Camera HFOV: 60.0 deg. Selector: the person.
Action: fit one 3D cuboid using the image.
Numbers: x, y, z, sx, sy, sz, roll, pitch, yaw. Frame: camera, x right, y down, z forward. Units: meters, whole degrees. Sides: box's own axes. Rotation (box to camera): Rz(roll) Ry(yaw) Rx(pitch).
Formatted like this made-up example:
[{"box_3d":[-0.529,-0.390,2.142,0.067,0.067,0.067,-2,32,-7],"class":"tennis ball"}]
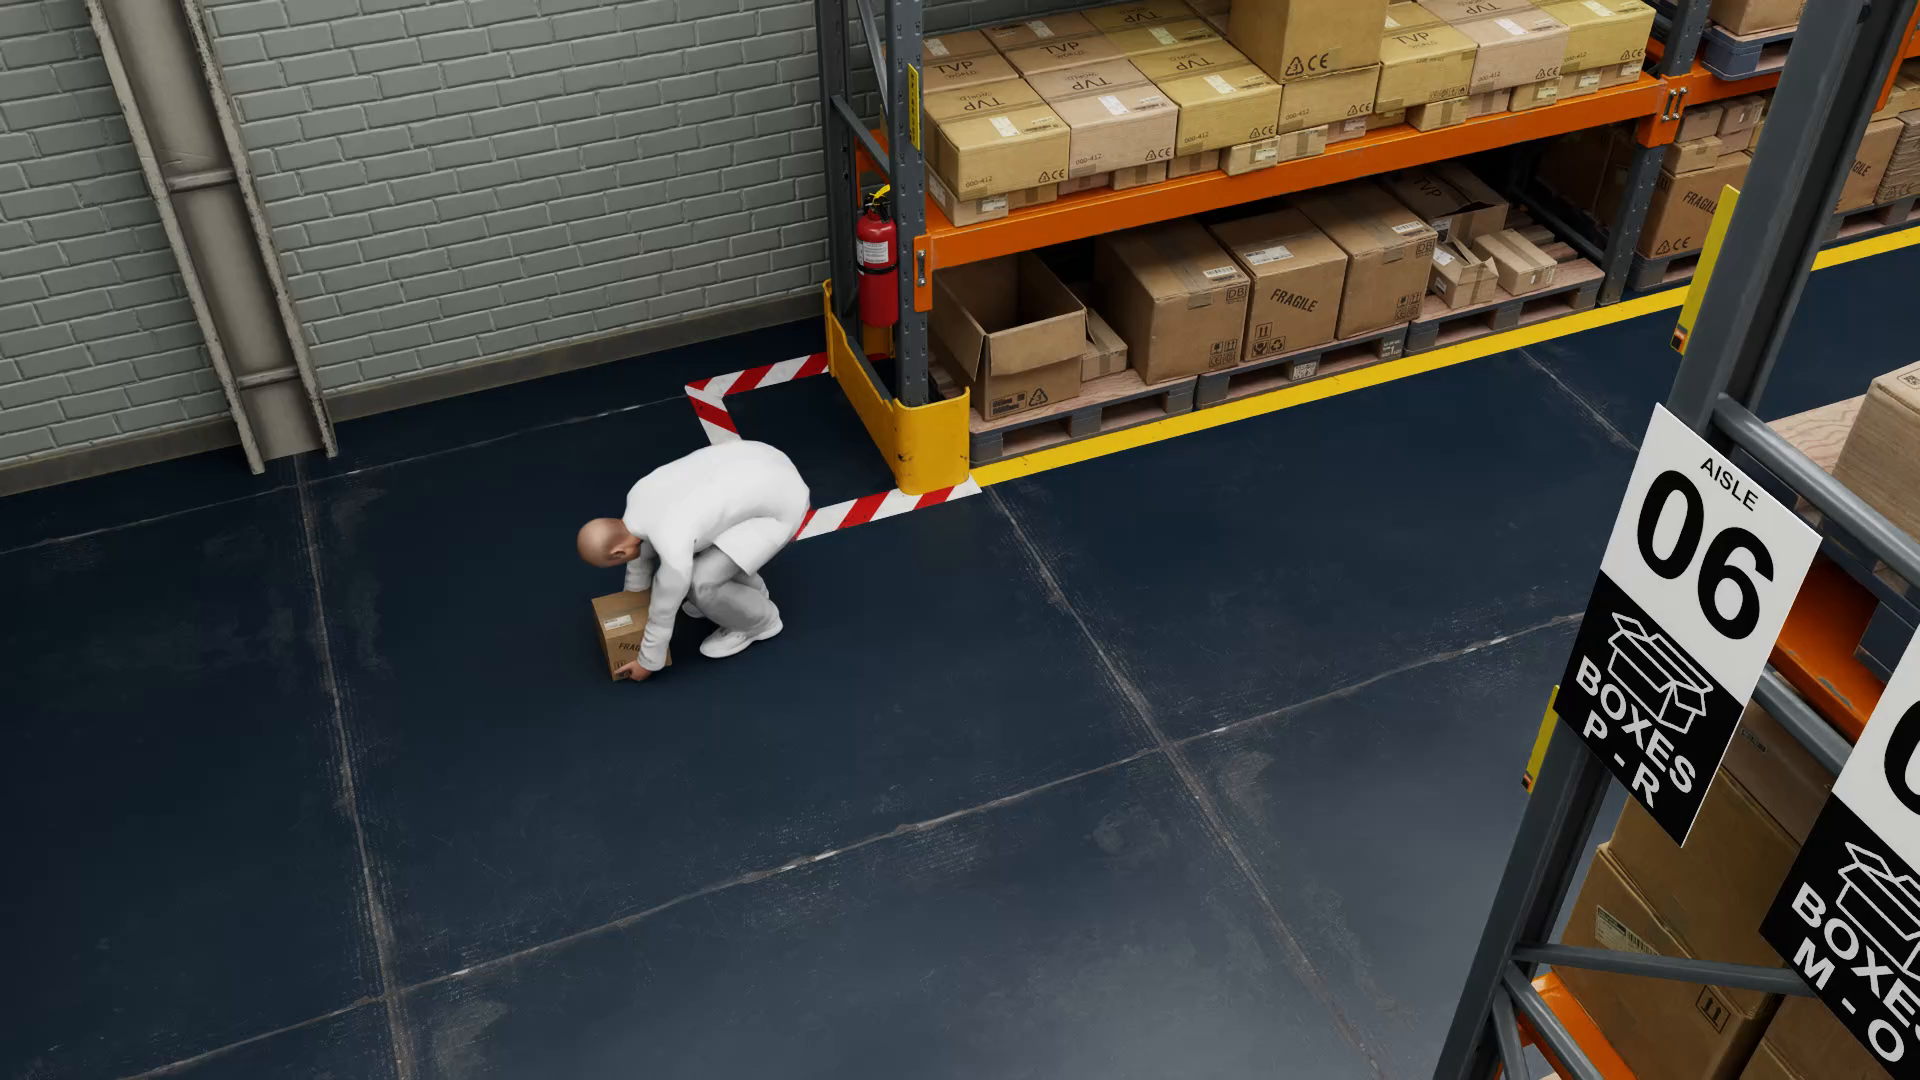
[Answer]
[{"box_3d":[-1.064,0.064,6.790,0.951,0.900,0.582,-17,44,-18],"class":"person"}]
